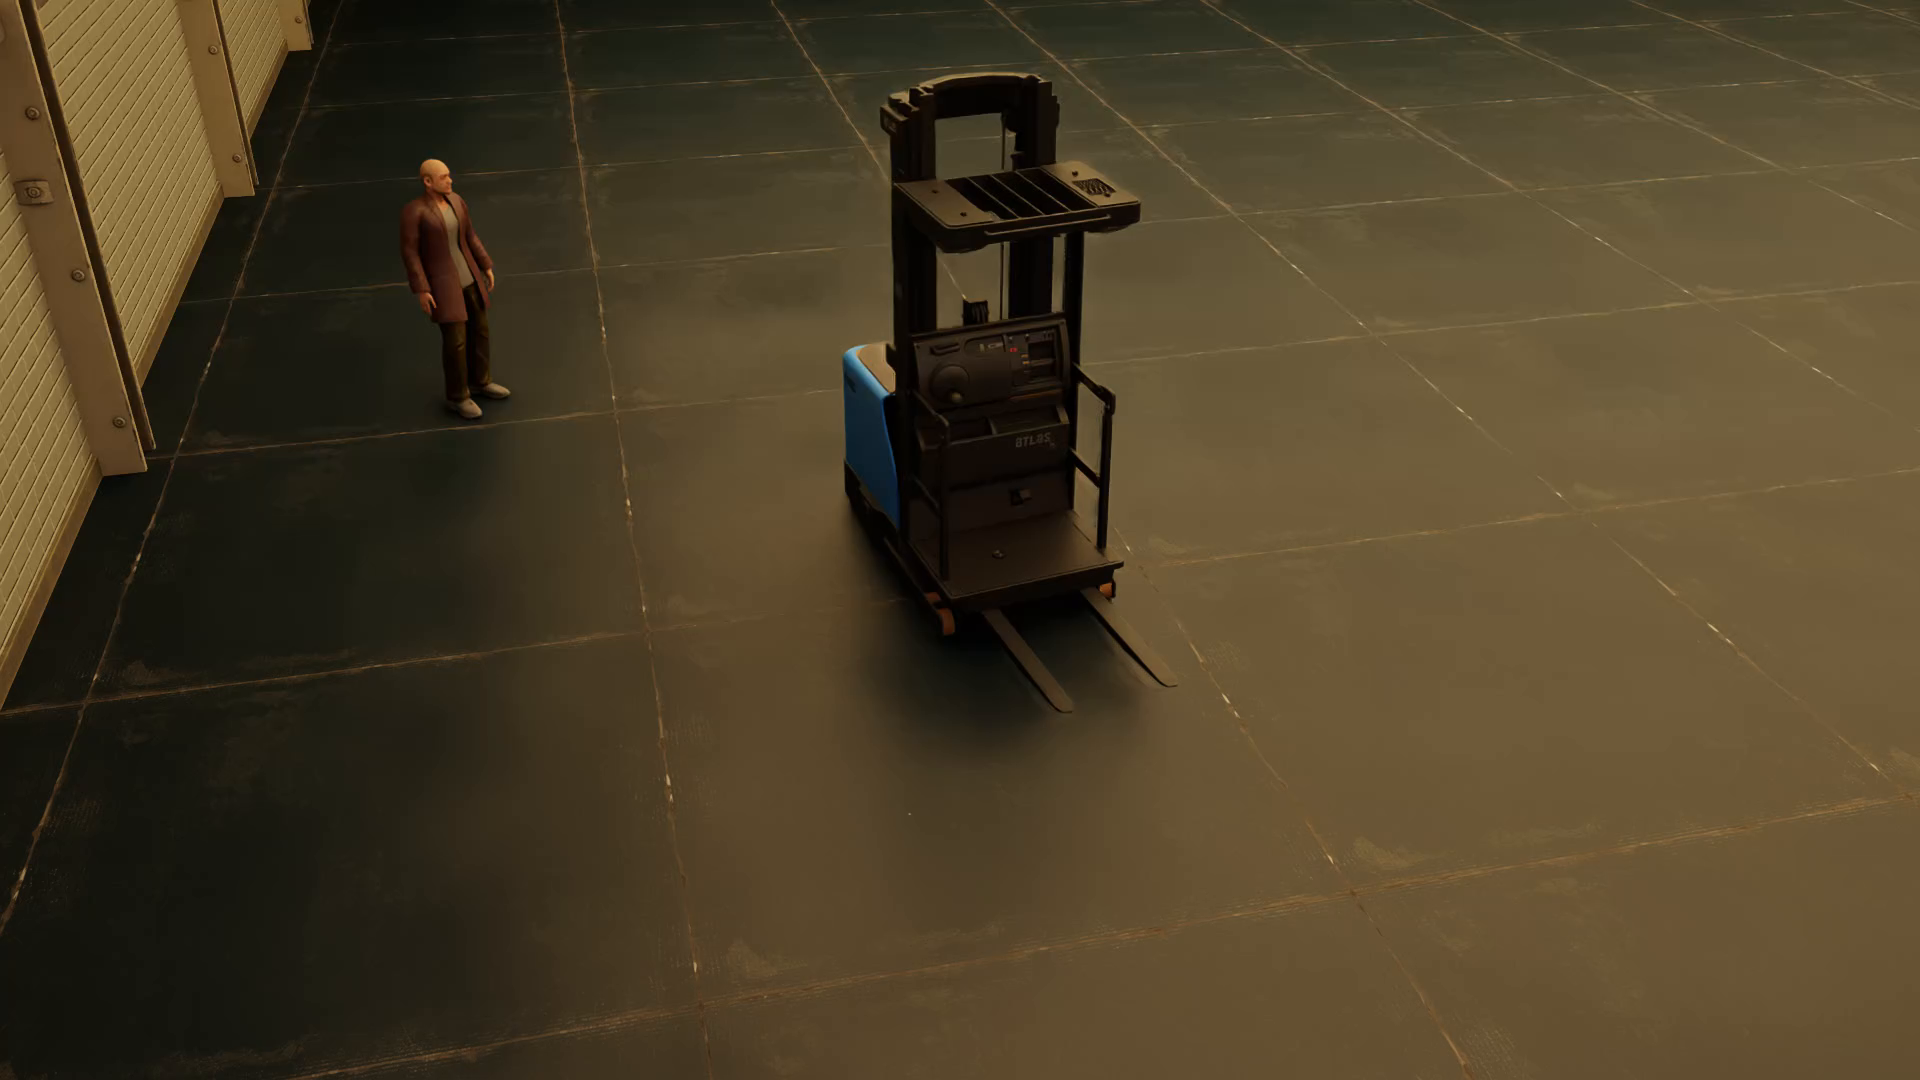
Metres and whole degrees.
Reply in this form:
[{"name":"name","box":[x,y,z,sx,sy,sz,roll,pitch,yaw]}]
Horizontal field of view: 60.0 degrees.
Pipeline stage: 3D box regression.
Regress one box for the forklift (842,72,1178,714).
[{"name":"forklift","box":[0.268,-0.954,9.223,1.130,2.935,3.031,-11,32,-19]}]

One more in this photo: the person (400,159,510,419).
[{"name":"person","box":[-3.555,-1.815,11.858,0.520,1.780,0.721,16,33,25]}]
